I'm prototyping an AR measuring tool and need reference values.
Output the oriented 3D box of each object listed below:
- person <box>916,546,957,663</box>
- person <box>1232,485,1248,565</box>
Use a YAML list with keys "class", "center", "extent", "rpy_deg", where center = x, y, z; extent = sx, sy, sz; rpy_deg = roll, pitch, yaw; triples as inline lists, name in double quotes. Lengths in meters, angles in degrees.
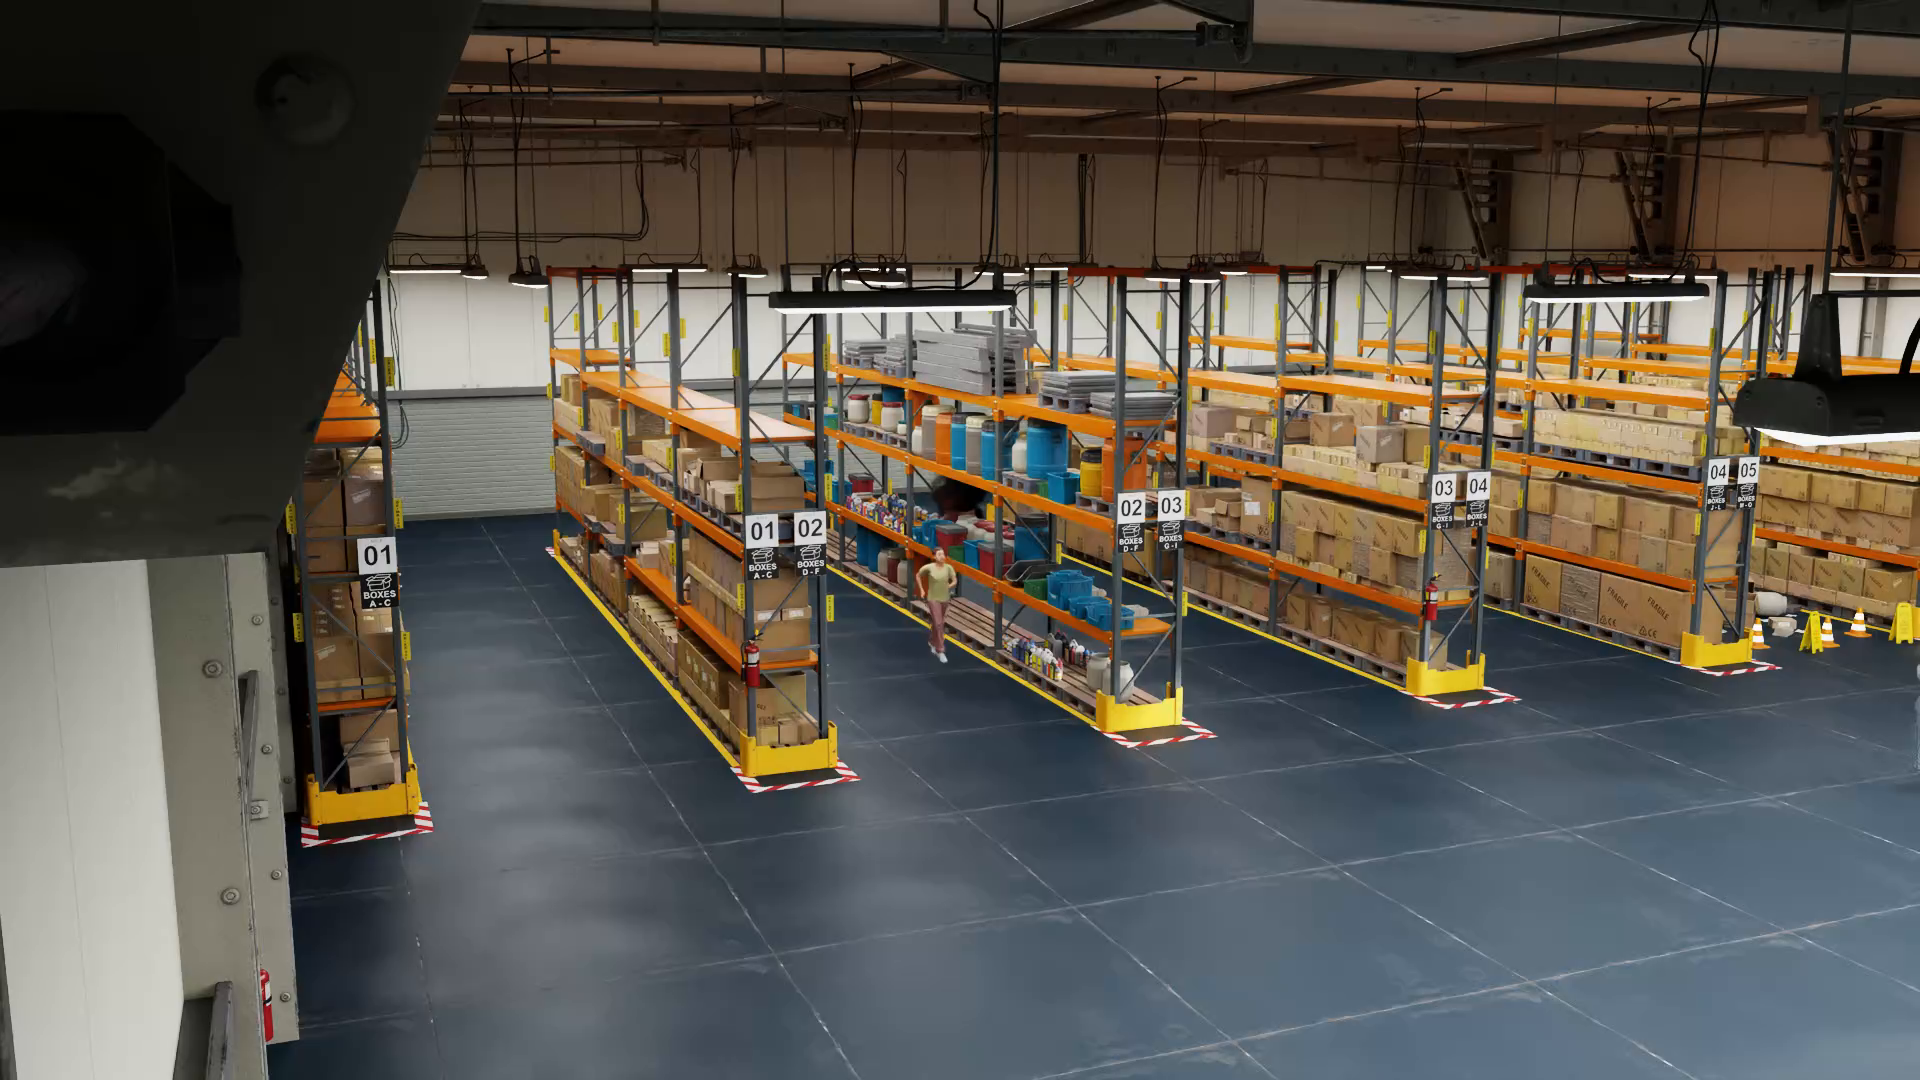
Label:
- class: "person"
  center: [-0.311, 0.928, 24.931]
  extent: [0.578, 1.690, 0.858]
  rpy_deg: [-4, 11, -24]
- class: "person"
  center: [5.507, -0.238, 33.127]
  extent: [0.552, 1.715, 0.758]
  rpy_deg: [-5, 11, -27]
